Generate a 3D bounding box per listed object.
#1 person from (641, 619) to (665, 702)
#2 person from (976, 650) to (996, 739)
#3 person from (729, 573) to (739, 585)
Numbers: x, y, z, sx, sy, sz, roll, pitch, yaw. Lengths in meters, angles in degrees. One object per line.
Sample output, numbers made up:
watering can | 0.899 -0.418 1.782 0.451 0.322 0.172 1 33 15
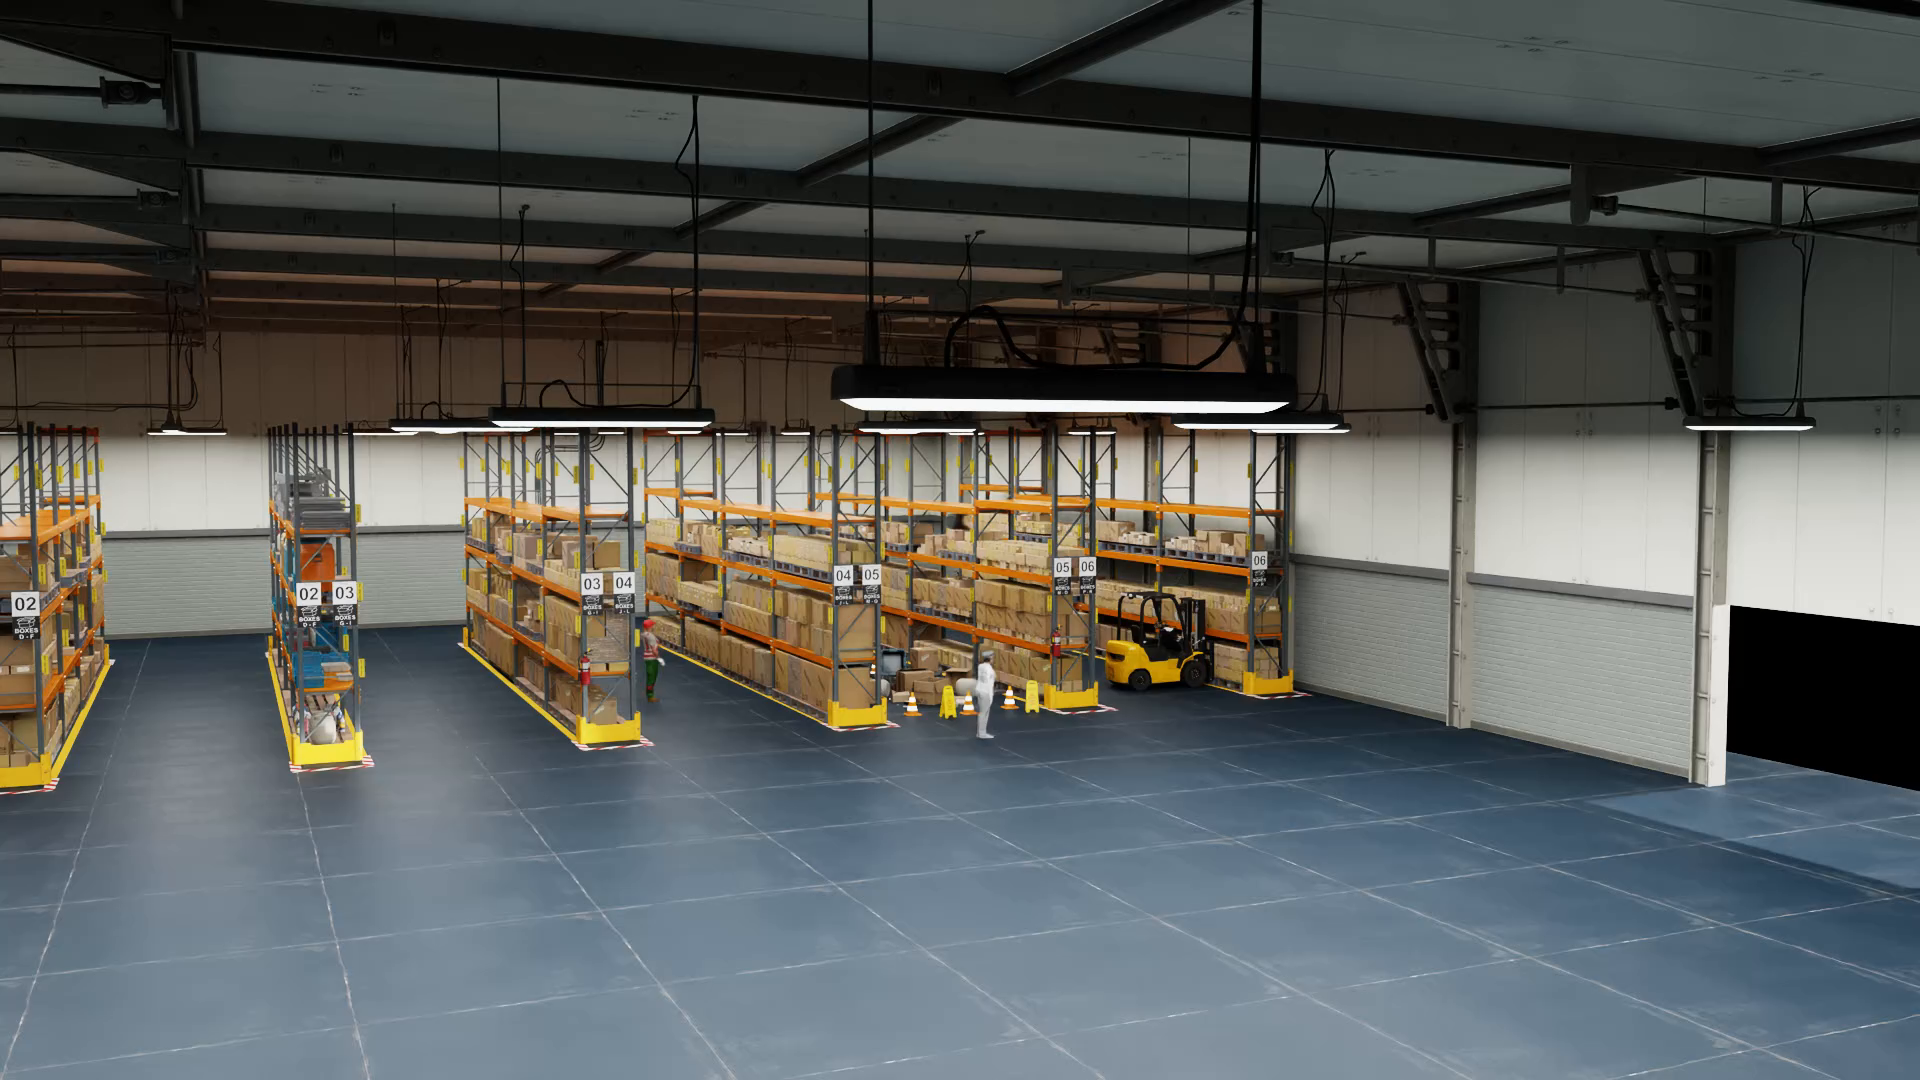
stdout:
person | -6.665 2.628 36.196 0.566 1.833 0.629 0 3 2
person | 0.494 2.947 31.696 0.346 1.681 0.514 -2 4 -25
person | -6.608 1.879 48.622 0.649 1.808 0.517 2 4 33
